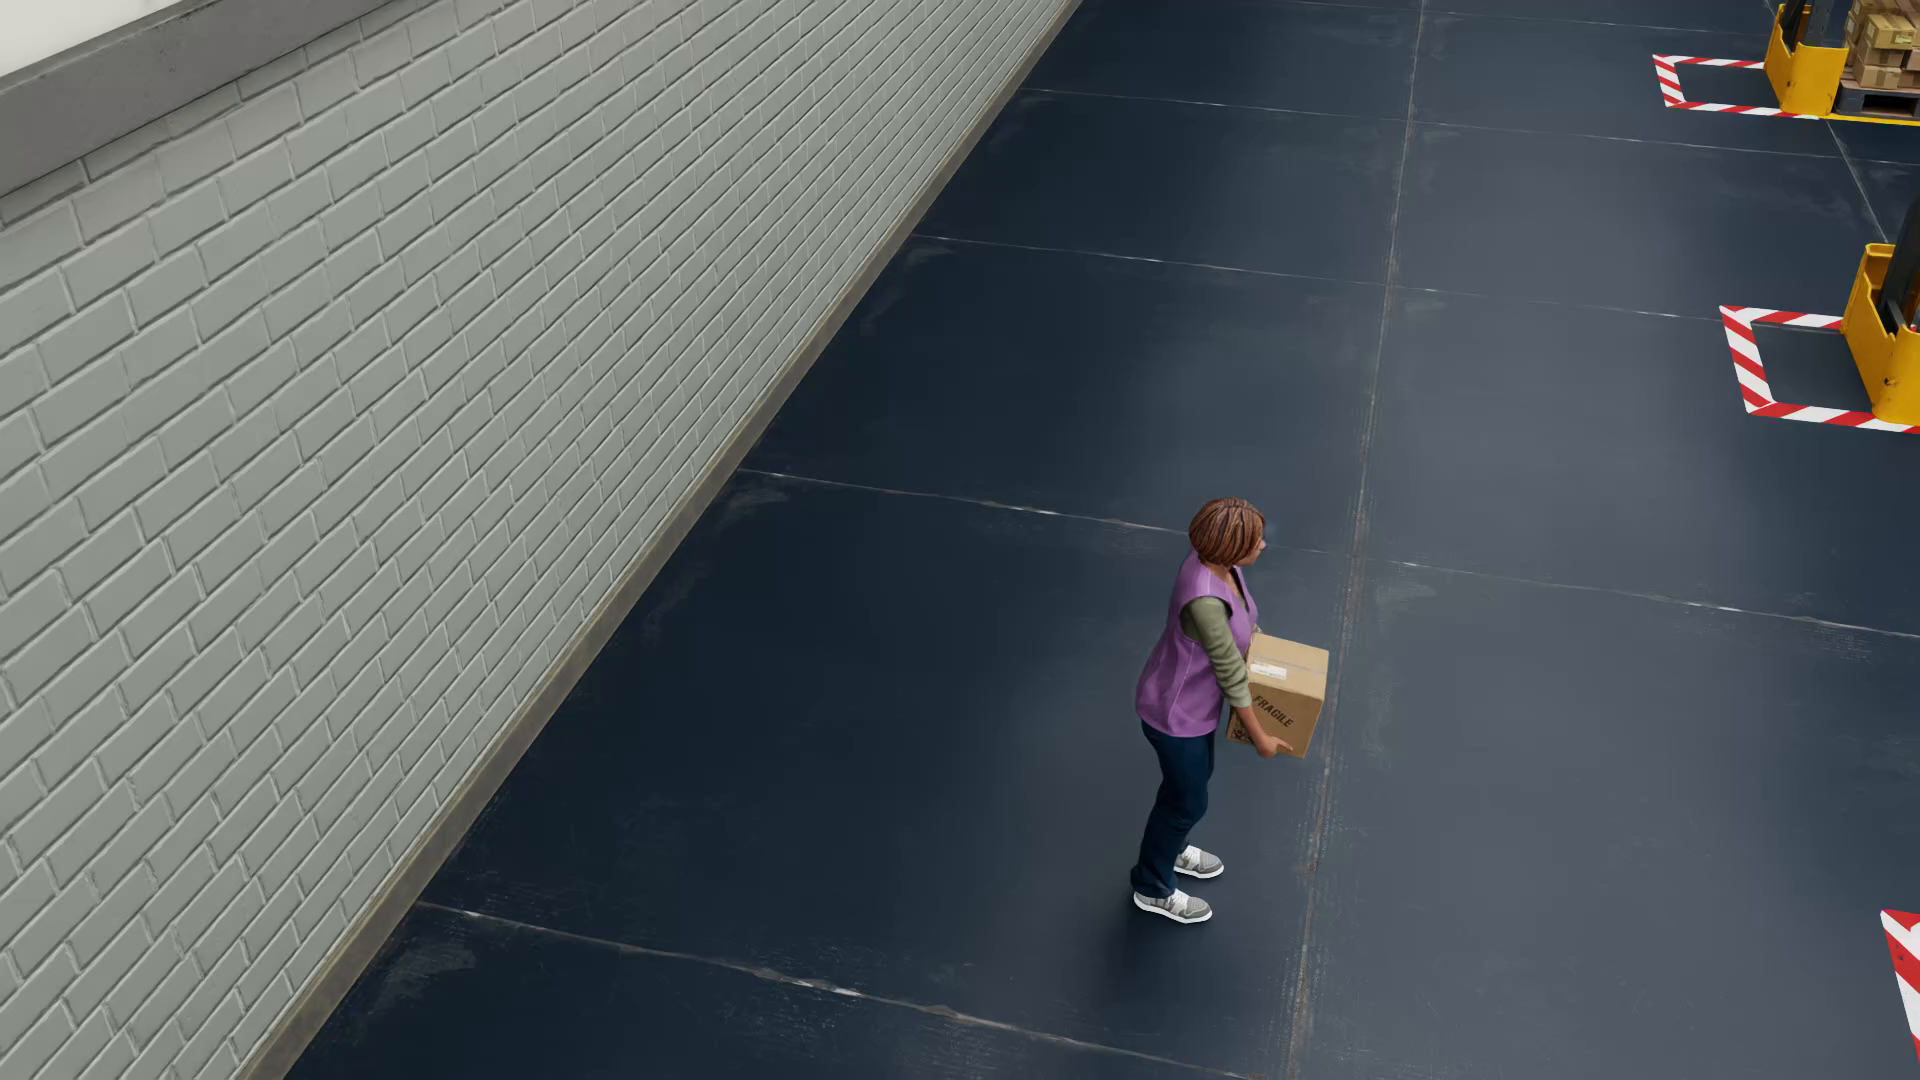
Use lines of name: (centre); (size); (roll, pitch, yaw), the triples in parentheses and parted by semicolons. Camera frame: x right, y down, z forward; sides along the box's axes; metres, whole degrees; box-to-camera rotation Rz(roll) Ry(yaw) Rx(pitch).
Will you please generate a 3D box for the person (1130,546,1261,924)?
person: (0.887, 2.668, 0.630); (3.070, 3.199, 10.212); (8, 34, 11)
